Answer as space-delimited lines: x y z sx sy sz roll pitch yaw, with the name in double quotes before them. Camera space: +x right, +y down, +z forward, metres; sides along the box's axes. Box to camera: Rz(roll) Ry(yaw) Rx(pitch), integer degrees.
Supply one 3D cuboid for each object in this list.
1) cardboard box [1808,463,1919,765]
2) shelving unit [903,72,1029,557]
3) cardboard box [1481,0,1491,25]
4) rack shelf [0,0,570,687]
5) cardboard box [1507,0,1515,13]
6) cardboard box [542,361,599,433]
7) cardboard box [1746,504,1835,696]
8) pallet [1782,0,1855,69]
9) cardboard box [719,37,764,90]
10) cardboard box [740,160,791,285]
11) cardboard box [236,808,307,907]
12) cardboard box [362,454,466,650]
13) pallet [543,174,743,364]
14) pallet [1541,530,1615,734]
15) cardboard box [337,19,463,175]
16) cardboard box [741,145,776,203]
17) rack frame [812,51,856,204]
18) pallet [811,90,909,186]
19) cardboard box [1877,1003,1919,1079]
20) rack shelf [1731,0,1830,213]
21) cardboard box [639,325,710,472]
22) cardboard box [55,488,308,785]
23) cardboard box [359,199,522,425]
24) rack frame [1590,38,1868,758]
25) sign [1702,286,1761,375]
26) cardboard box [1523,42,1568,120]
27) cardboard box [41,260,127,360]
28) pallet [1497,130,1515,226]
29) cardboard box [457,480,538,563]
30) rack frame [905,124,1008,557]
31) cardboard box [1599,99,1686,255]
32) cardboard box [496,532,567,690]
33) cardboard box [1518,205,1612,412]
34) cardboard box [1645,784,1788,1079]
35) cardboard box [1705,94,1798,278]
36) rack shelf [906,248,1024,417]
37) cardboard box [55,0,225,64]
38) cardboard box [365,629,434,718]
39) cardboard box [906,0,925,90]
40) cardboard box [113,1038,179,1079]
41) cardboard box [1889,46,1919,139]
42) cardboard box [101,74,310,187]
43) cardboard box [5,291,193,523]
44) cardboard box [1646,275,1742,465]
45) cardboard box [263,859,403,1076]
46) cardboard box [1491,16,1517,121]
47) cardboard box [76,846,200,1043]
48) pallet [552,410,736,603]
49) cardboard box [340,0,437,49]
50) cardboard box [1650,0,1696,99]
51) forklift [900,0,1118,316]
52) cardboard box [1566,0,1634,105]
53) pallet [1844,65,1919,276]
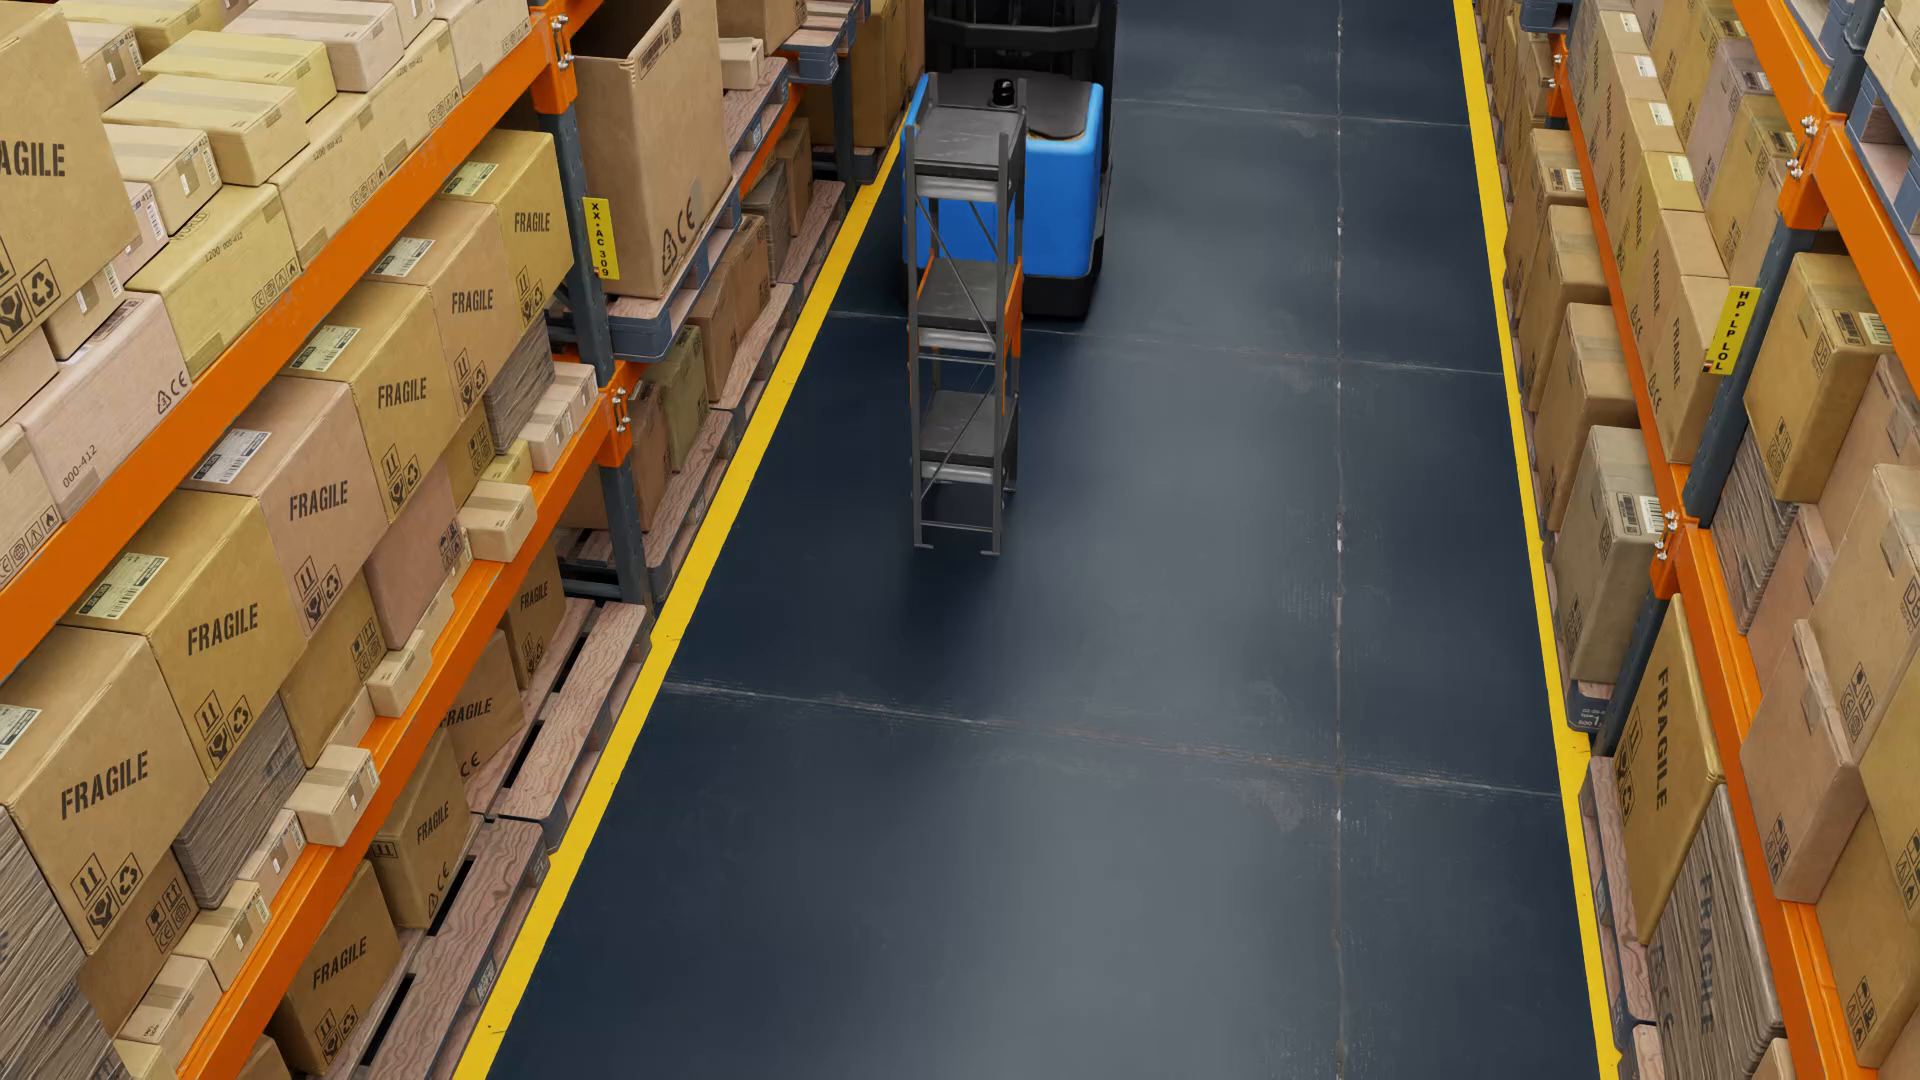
"cardboard box" 2.719 0.232 4.151 0.875 0.550 0.550 6 40 8
"shelving unit" 0.029 -0.913 7.207 0.431 2.100 0.503 6 40 8
"cardboard box" 4.022 -3.989 11.852 0.500 0.500 0.500 8 40 9
"rack shelf" -2.187 -0.438 4.136 1.077 0.370 4.000 6 40 8
"cardboard box" 3.840 -3.623 10.822 0.500 0.250 0.500 8 40 9
"cardboard box" -1.589 -0.550 6.258 0.380 0.149 0.250 6 40 8
"cardboard box" 2.901 0.319 4.893 0.875 0.550 0.550 6 40 8
"pallet" 3.136 -1.867 5.450 0.805 0.209 1.217 5 40 6
"cardboard box" -1.172 -2.358 8.024 0.396 0.266 0.258 5 40 6
"cardboard box" -1.329 -1.759 9.139 0.700 0.500 0.500 3 40 4
"cardboard box" -2.040 0.855 4.559 0.380 0.149 0.250 6 40 8
"cardboard box" -2.089 -0.057 5.153 0.875 0.500 0.500 6 40 8
"pallet" -1.566 -1.204 7.003 1.003 0.211 1.213 6 40 8
"pallet" 3.086 0.378 7.127 1.003 0.211 1.213 6 40 8
"cardboard box" -1.764 -1.271 4.697 0.500 0.250 0.500 7 40 9
"cardboard box" -1.317 -2.062 8.918 0.500 0.250 0.500 11 41 13
"rack frame" -1.149 -3.325 9.417 1.000 3.000 0.127 6 40 8
"pallet" -0.938 -2.736 10.894 1.003 0.211 1.213 6 40 8
"cardboard box" 2.648 1.326 3.675 0.875 0.550 0.550 6 40 8
"rack shelf" 3.372 -2.338 6.434 1.077 0.370 4.000 6 40 8
"cardboard box" -1.613 -0.701 7.860 0.700 0.500 0.500 6 40 7
"cardboard box" -1.991 0.215 4.039 0.500 0.500 0.500 6 40 8
"cardboard box" -1.733 -0.726 5.178 0.500 0.500 0.500 6 40 8
"rack frame" 3.026 -0.204 5.643 1.000 3.000 0.127 6 40 8
"sign" 2.490 -0.673 5.364 0.100 0.325 0.005 6 40 8
"cardboard box" 3.579 -2.660 9.657 0.500 0.250 0.500 6 40 7
"cardboard box" -1.999 -0.516 3.470 0.380 0.149 0.250 5 40 6
"pallet" 3.855 -2.130 10.160 1.003 0.211 1.213 6 40 8
"cardboard box" -1.677 -0.075 5.684 0.380 0.149 0.250 6 40 8
"rack frame" -0.014 -0.760 7.021 0.400 2.100 0.015 6 40 8
"cardboard box" 3.114 -1.553 7.195 0.500 0.500 0.500 6 40 7
"cardboard box" -1.950 0.234 6.745 0.500 0.500 0.500 5 40 6
"cardboard box" 3.377 -1.088 8.148 1.050 0.750 0.750 7 40 8
"cardboard box" 2.696 1.406 5.033 0.875 0.875 0.875 7 40 8
"cardboard box" 3.194 -1.263 6.061 0.700 0.500 0.500 6 40 7
"rack shelf" 0.029 -0.903 7.215 0.431 0.518 0.480 6 40 8
"cardboard box" -2.248 -1.395 4.534 0.380 0.149 0.250 8 40 9
"cardboard box" -1.863 0.390 5.122 0.380 0.149 0.250 6 40 8
"cardboard box" -0.847 -3.657 11.157 1.225 0.875 0.875 7 40 8
"cardboard box" -2.129 1.330 3.984 0.380 0.149 0.250 6 40 8
"cardboard box" 2.586 -1.110 4.173 0.380 0.149 0.250 7 40 8
"cardboard box" -1.836 -1.003 4.059 0.380 0.149 0.250 8 40 10
"cardboard box" -2.023 -0.311 3.536 0.500 0.250 0.500 6 40 8
"cardboard box" 2.853 -0.599 6.043 0.500 0.500 0.500 6 40 7
"cardboard box" -2.212 1.338 5.410 0.500 0.500 0.500 10 41 12
"cardboard box" 3.744 -3.014 10.673 0.500 0.500 0.500 5 40 6
"cardboard box" -2.443 0.874 4.027 0.875 0.500 0.500 6 40 8
"pallet" -1.708 -0.228 7.861 1.003 0.211 1.213 6 40 8
"cardboard box" -1.707 -1.506 4.668 0.380 0.149 0.250 5 40 5
"cardboard box" 3.458 -2.218 7.215 0.700 0.500 0.500 6 40 7
"forklift" 0.372 -3.292 9.431 1.130 2.935 3.031 5 40 6
"cardboard box" 3.375 -2.501 8.342 0.500 0.500 0.500 7 40 8
"pallet" 2.875 -0.814 4.095 1.003 0.211 1.213 6 40 8
